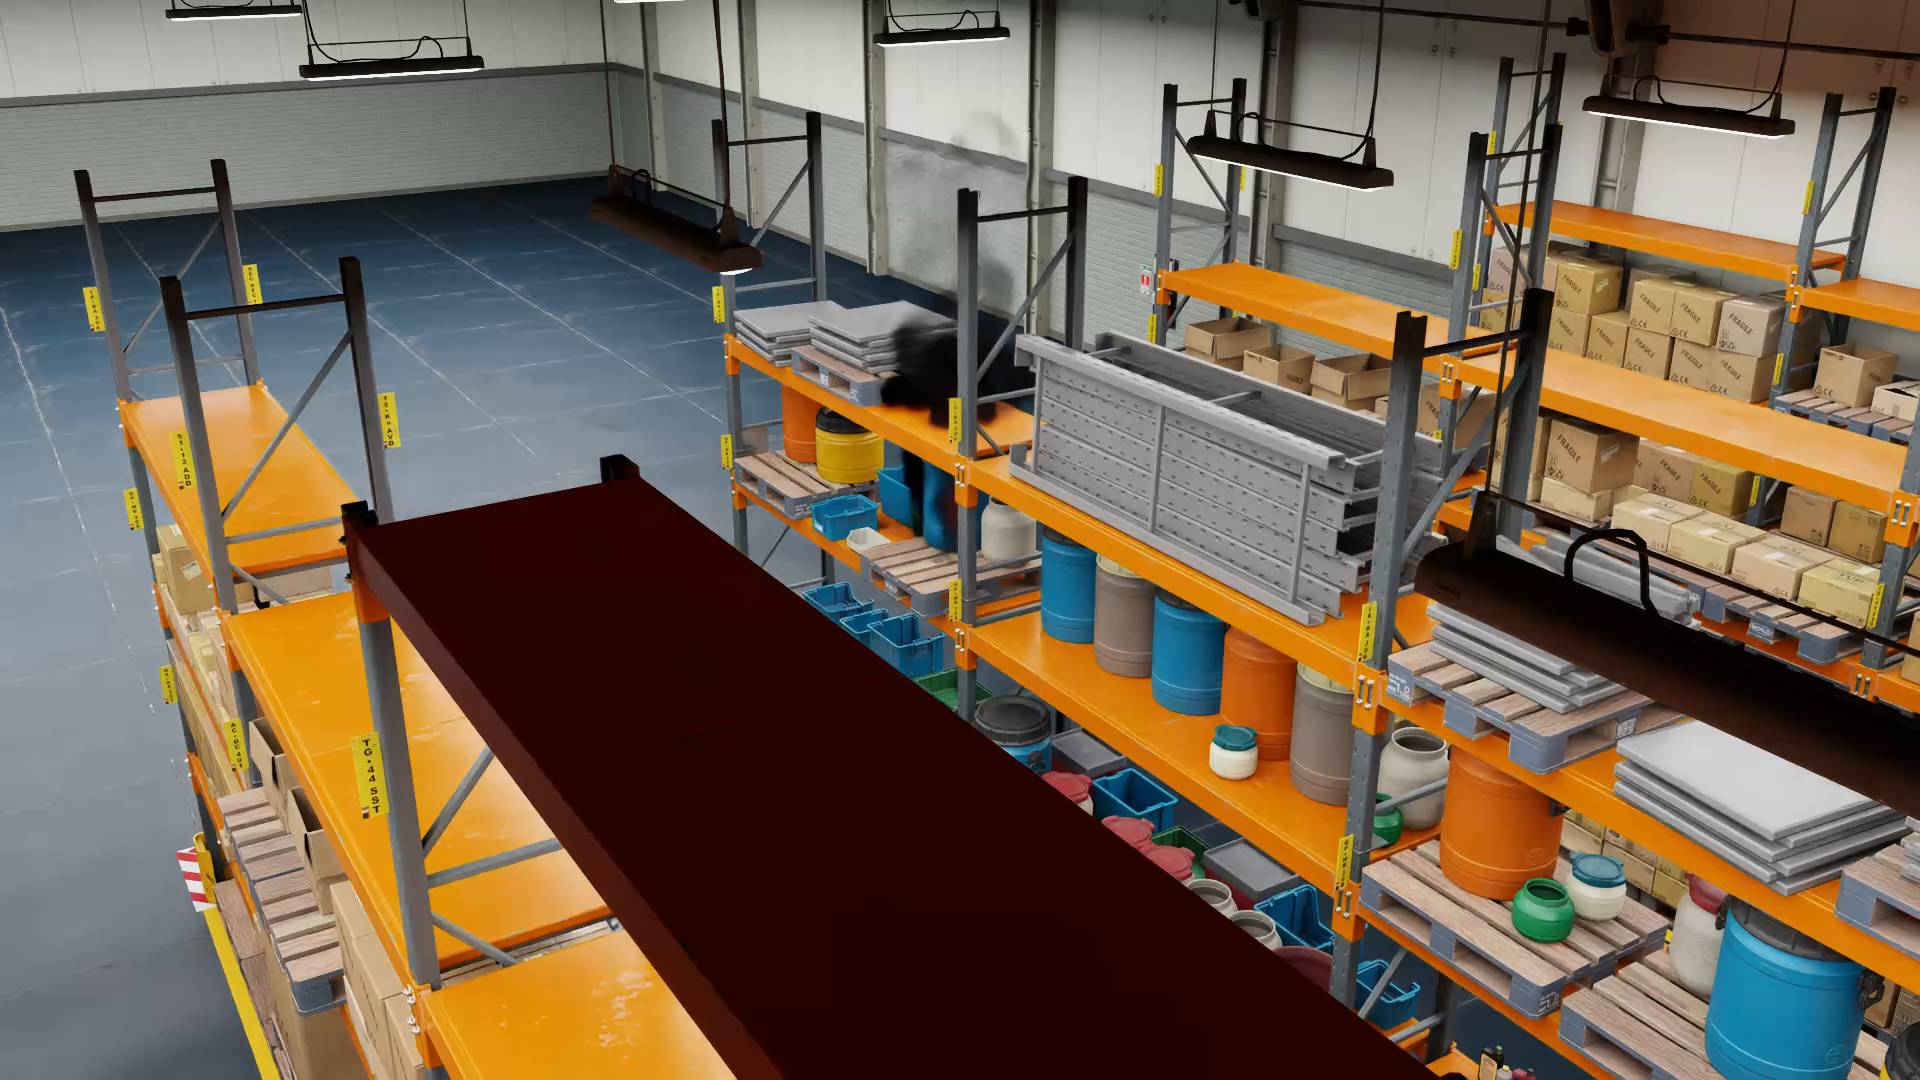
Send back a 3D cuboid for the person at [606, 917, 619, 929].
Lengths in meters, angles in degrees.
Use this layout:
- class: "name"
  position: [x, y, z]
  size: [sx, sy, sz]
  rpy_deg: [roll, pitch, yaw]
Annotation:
- class: "person"
  position: [-3.036, 2.427, 13.226]
  size: [1.035, 1.599, 0.506]
  rpy_deg: [19, 29, 39]
